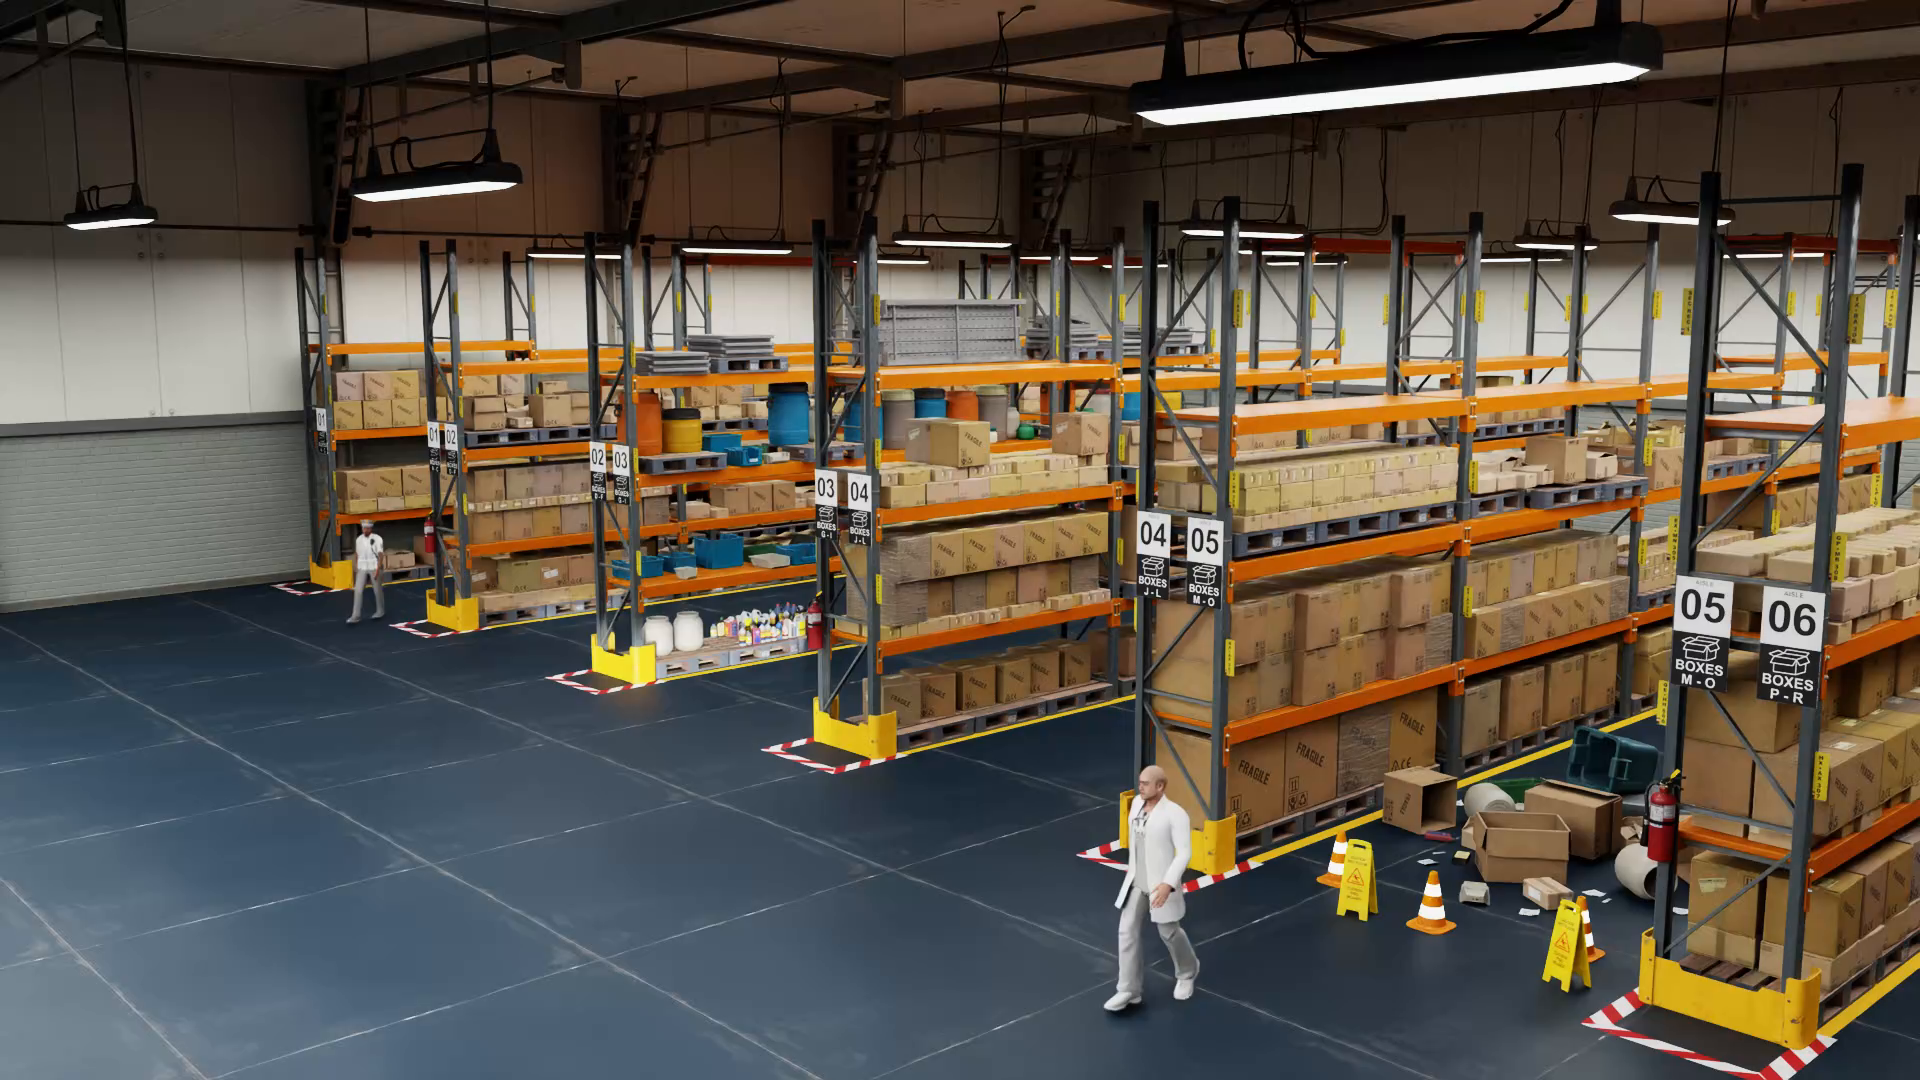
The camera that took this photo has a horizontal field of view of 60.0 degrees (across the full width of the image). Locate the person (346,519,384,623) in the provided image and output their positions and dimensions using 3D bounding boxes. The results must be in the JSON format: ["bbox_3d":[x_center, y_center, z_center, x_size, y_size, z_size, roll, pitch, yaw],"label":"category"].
[{"bbox_3d":[-9.410,0.478,26.369,0.512,1.633,0.944,-1,8,-6],"label":"person"}]

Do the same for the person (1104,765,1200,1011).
[{"bbox_3d":[1.416,2.526,12.178,0.927,1.787,0.687,-8,12,-43],"label":"person"}]
